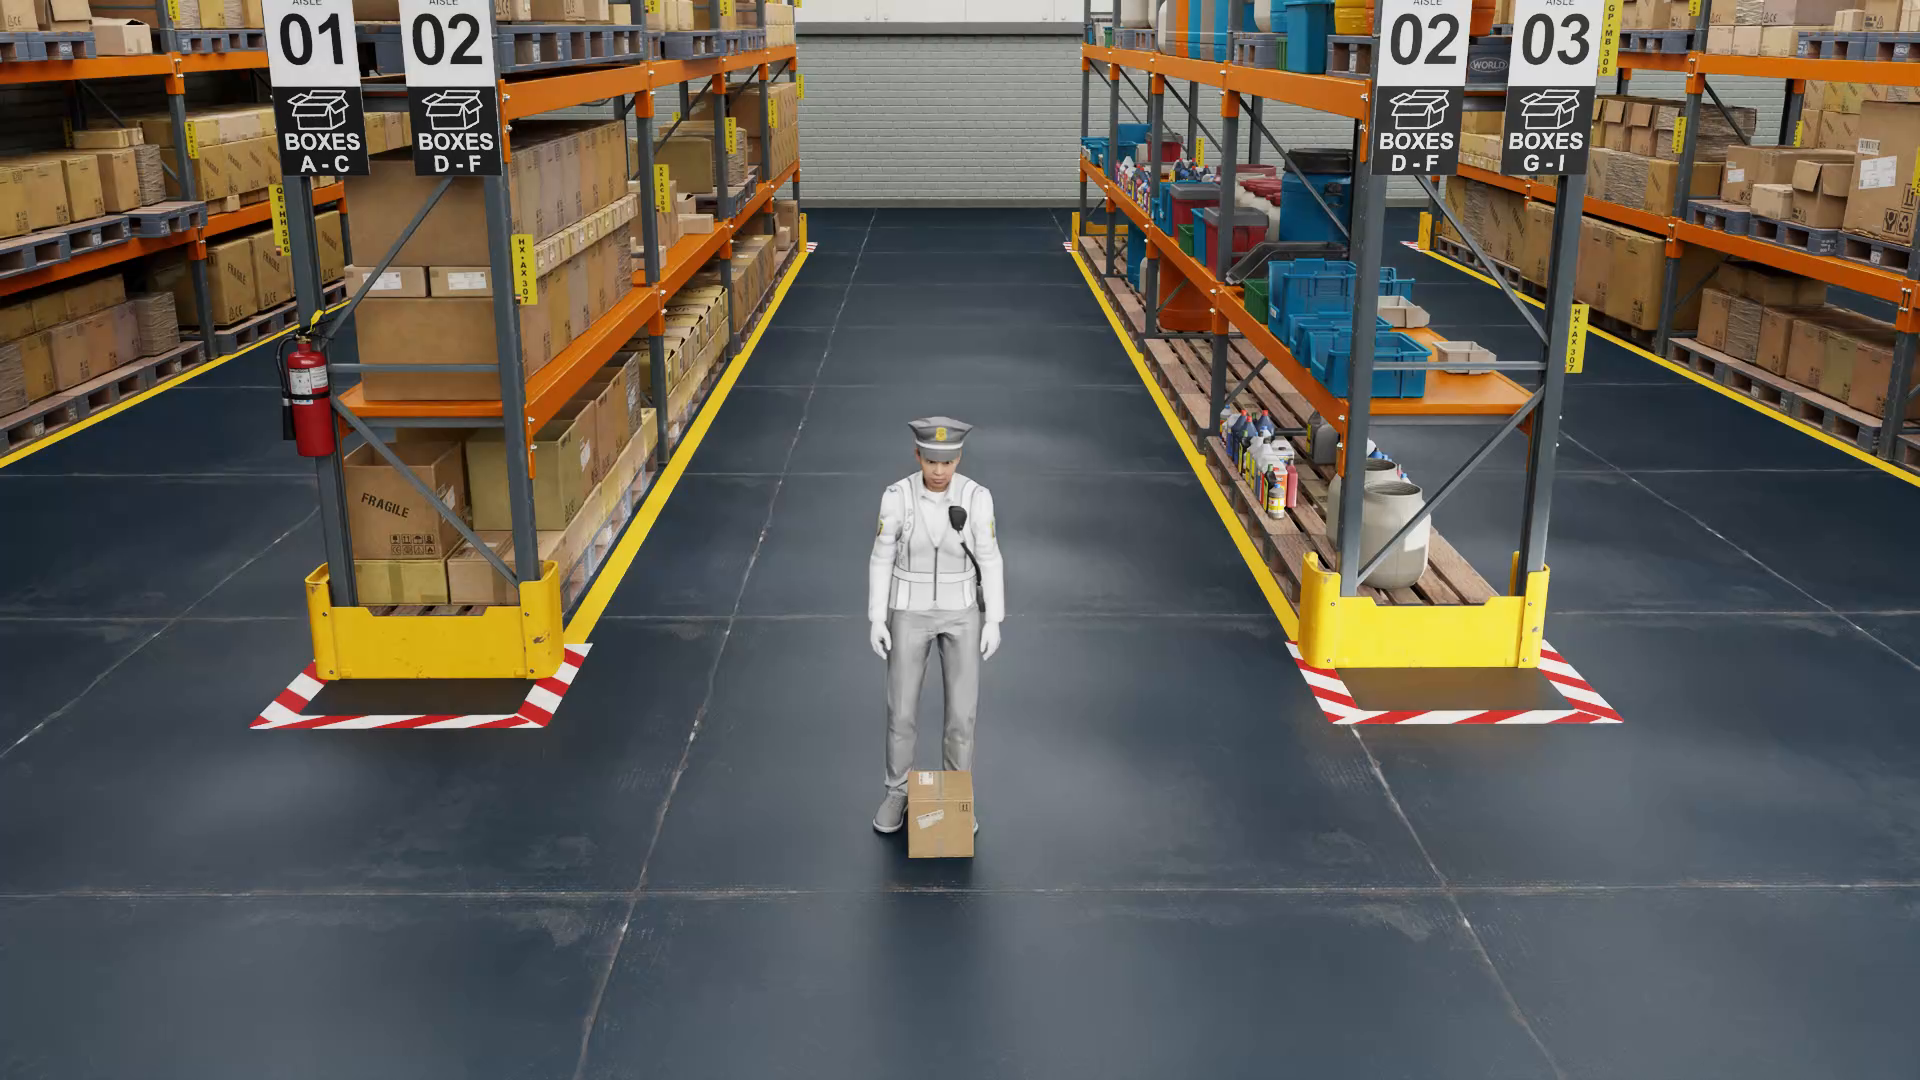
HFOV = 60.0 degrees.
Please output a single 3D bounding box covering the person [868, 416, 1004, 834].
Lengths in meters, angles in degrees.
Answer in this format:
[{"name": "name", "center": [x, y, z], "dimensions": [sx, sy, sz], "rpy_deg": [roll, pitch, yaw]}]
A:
[{"name": "person", "center": [-0.093, 0.327, 6.487], "dimensions": [0.530, 1.664, 0.403], "rpy_deg": [0, 17, 0]}]
